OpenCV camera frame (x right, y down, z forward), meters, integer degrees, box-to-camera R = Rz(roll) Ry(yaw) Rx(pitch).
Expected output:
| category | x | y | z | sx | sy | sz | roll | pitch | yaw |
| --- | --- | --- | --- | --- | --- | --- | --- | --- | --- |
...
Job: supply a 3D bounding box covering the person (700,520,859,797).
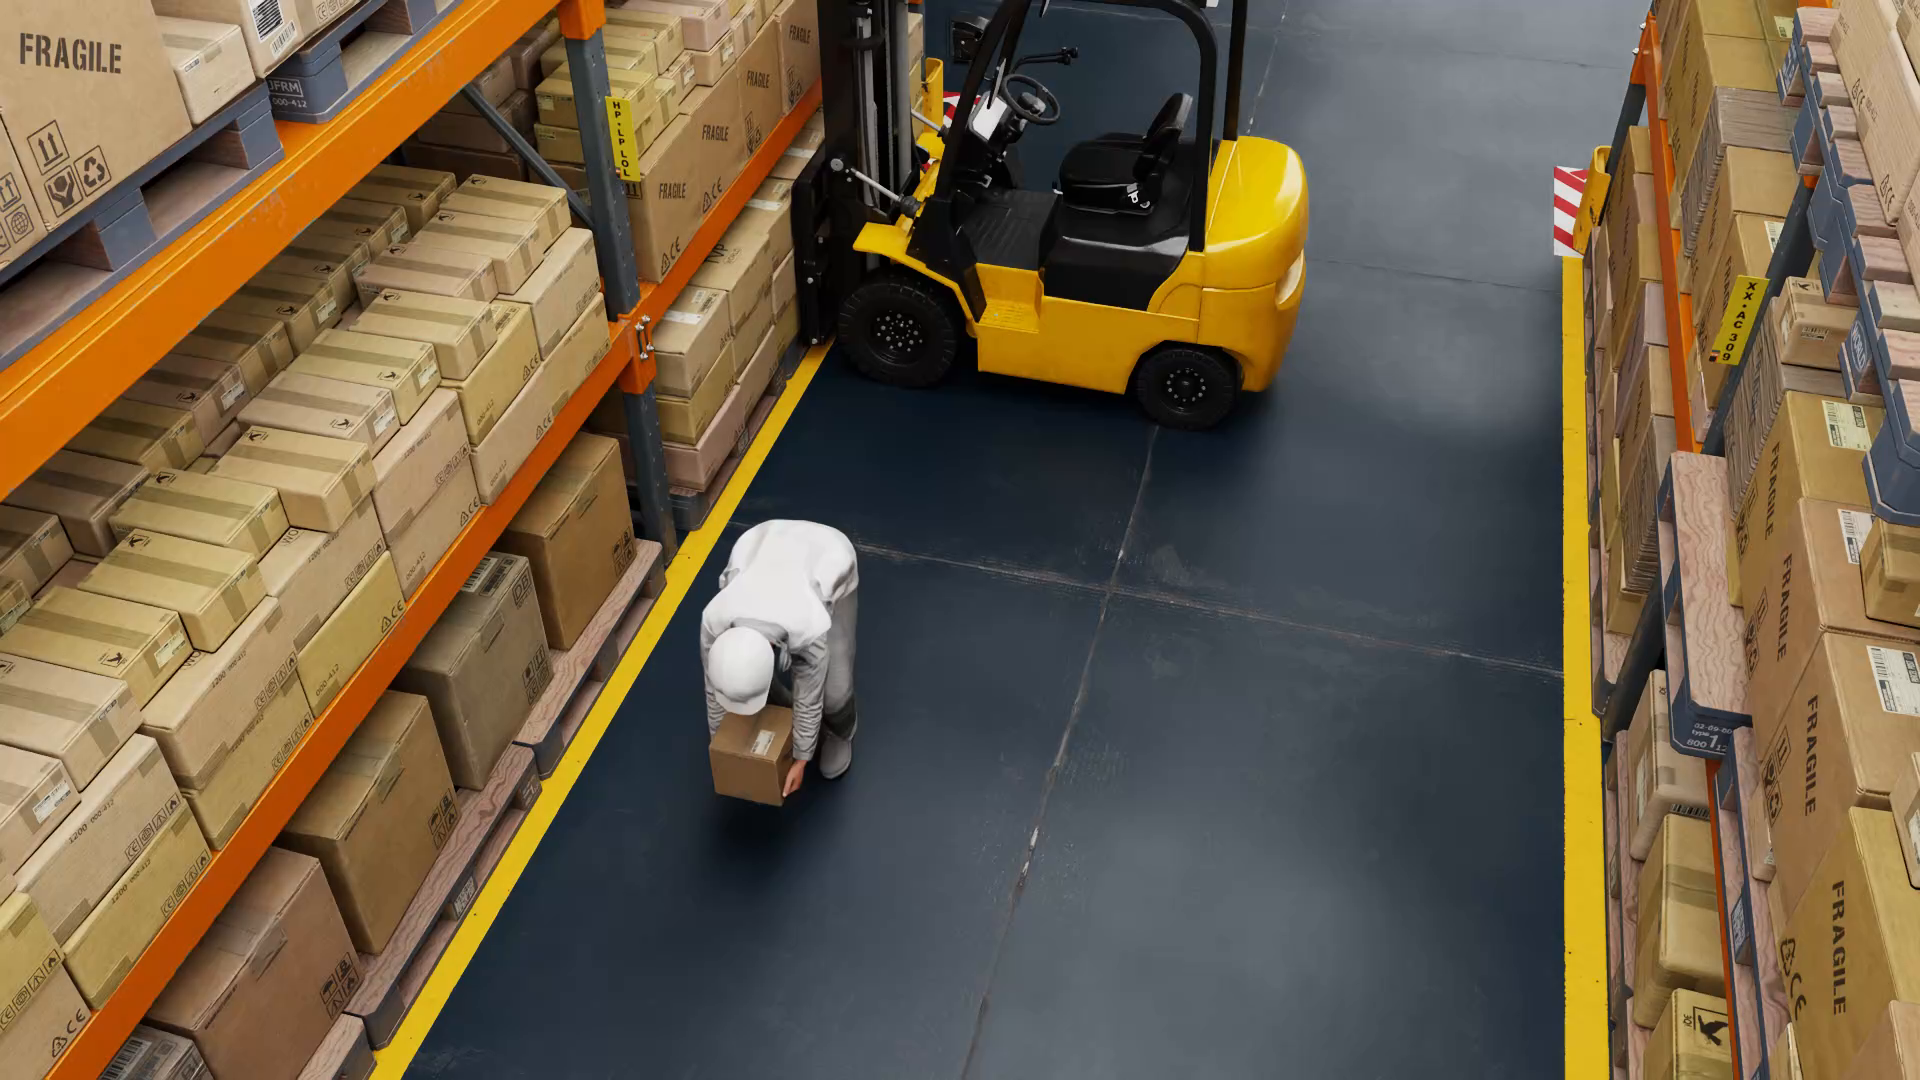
| category | x | y | z | sx | sy | sz | roll | pitch | yaw |
| --- | --- | --- | --- | --- | --- | --- | --- | --- | --- |
| person | -0.652 | 0.511 | 6.035 | 0.495 | 1.133 | 0.992 | 8 | 41 | 9 |
